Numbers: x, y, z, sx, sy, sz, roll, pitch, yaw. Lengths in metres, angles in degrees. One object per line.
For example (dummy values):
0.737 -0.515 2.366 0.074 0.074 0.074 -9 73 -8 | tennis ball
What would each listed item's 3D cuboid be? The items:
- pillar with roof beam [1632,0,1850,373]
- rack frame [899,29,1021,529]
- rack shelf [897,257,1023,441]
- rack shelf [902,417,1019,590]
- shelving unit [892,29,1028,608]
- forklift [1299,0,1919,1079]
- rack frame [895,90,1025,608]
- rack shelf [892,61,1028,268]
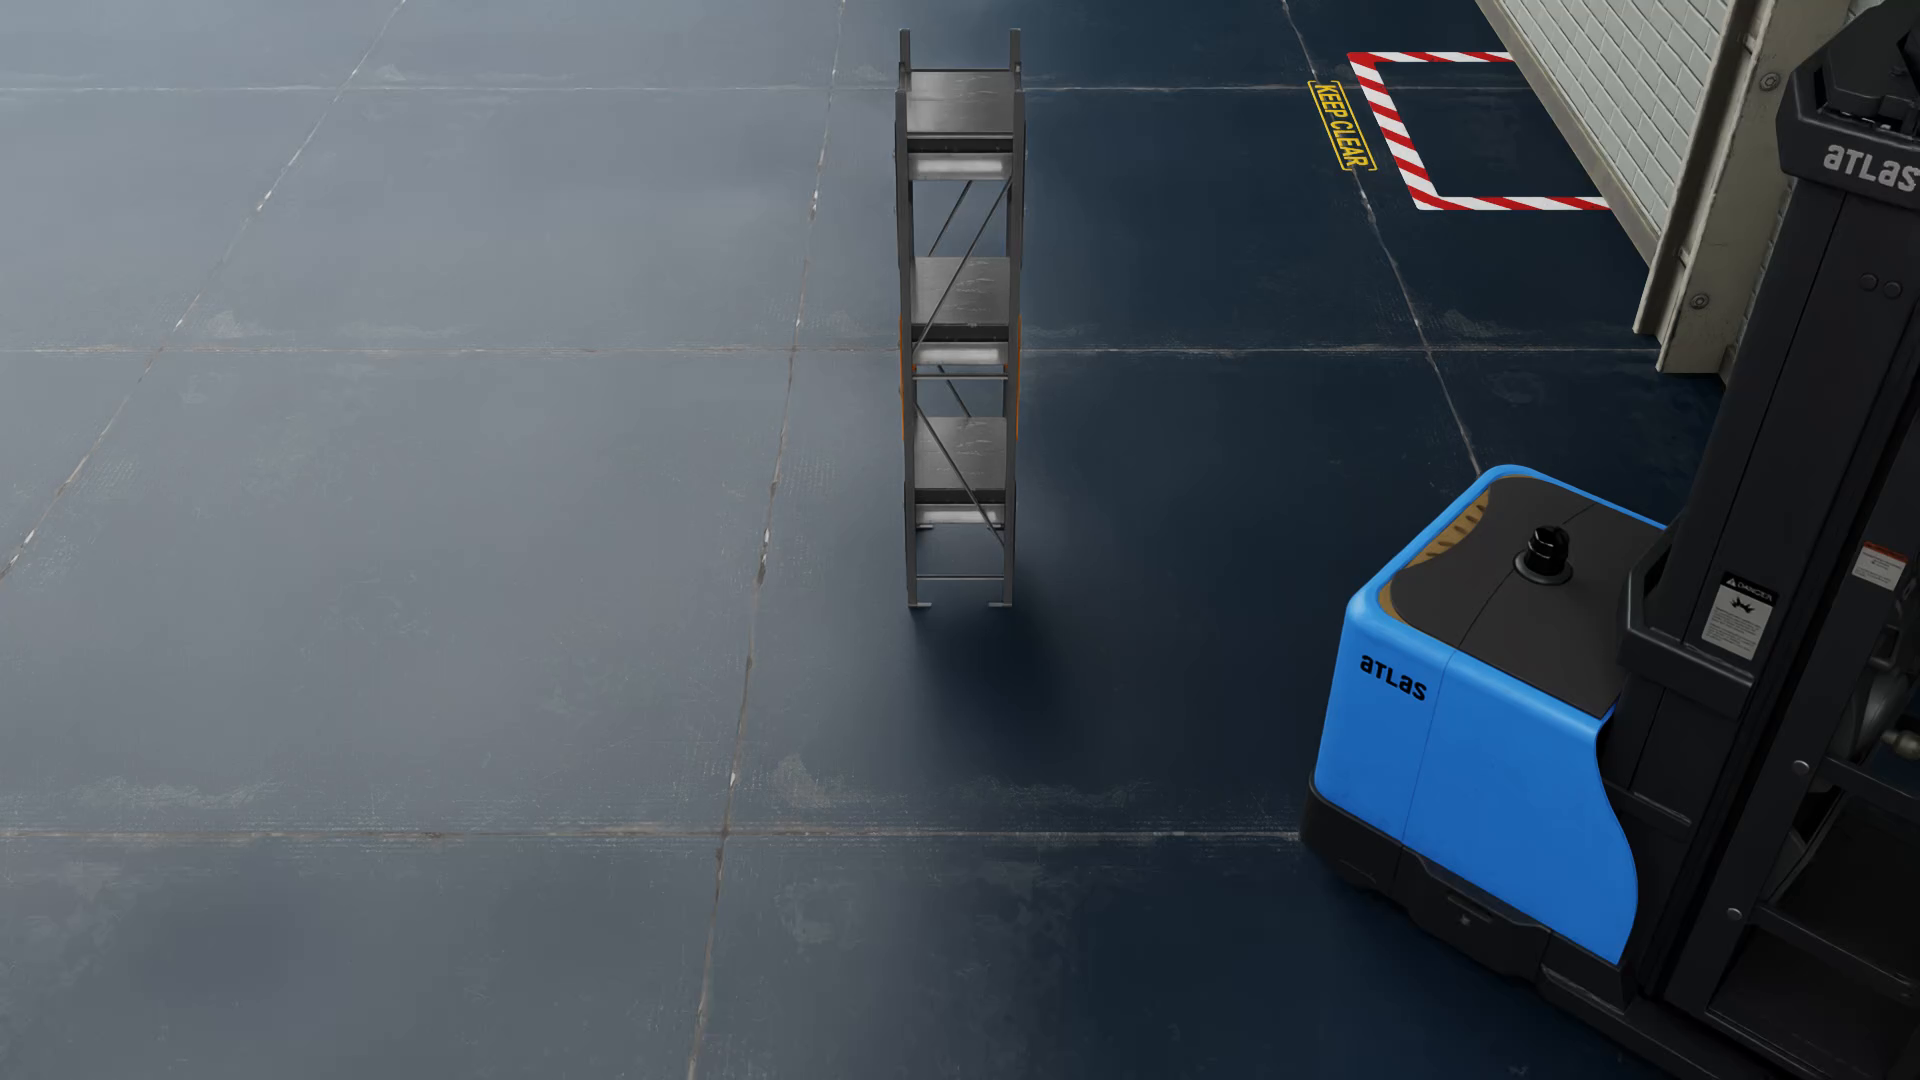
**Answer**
-0.906 -4.410 5.057 9.100 9.000 0.400 0 39 0 | pillar with roof beam
0.000 -0.868 6.155 0.400 2.100 0.015 0 39 0 | rack frame
0.000 -0.705 5.973 0.431 0.518 0.480 0 39 0 | rack shelf
0.000 -0.159 6.410 0.431 0.518 0.480 0 39 0 | rack shelf
0.000 -0.716 5.964 0.431 2.100 0.503 0 39 0 | shelving unit
2.549 0.261 4.081 3.031 2.935 1.130 29 47 31 | forklift
0.000 -0.563 5.774 0.400 2.100 0.015 0 39 0 | rack frame
0.000 -1.251 5.535 0.431 0.518 0.480 0 39 0 | rack shelf
